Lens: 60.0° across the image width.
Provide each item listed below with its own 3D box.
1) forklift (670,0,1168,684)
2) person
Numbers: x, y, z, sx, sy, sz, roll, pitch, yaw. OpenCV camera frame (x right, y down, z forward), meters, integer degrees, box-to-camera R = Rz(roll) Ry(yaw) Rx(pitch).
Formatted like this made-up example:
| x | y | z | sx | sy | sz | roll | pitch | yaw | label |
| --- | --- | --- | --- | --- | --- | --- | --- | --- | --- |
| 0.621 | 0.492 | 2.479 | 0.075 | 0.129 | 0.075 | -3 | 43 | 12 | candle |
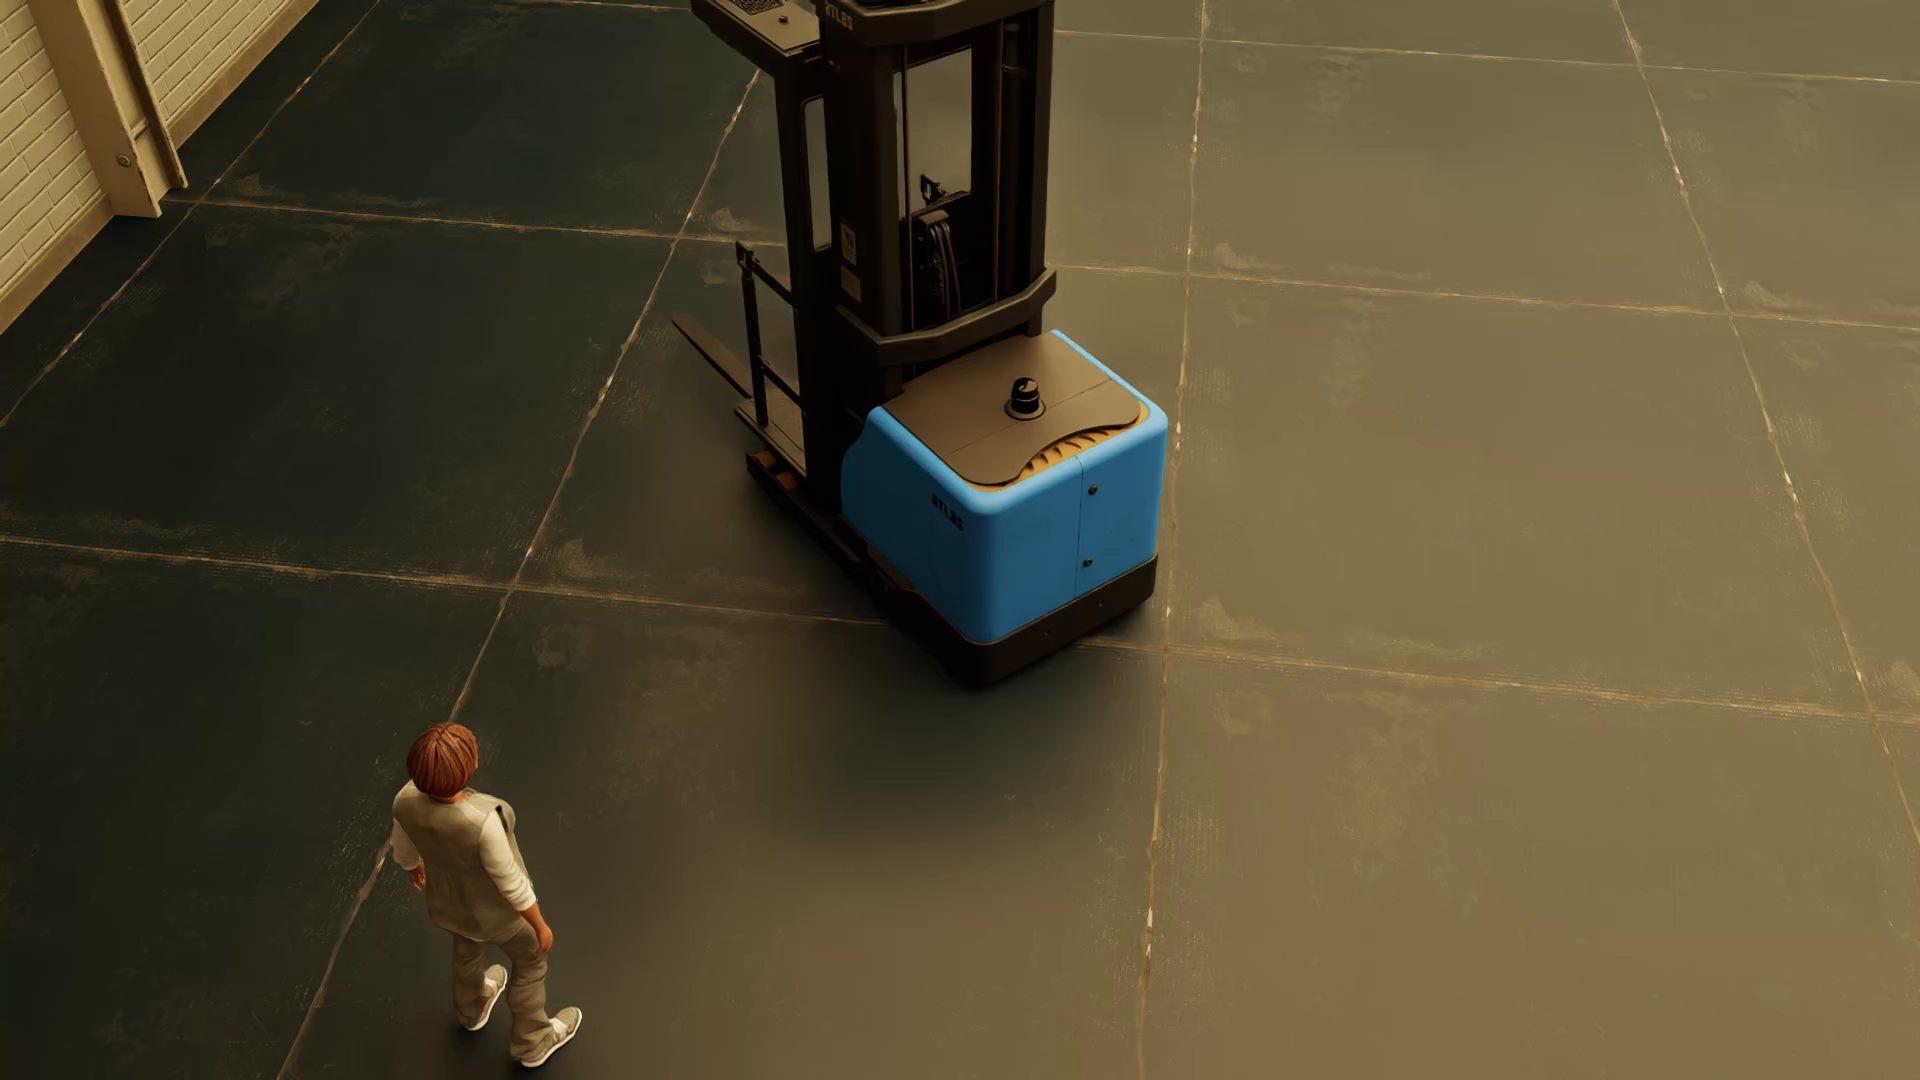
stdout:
| x | y | z | sx | sy | sz | roll | pitch | yaw | label |
| --- | --- | --- | --- | --- | --- | --- | --- | --- | --- |
| -0.388 | -1.420 | 7.270 | 1.130 | 2.935 | 3.031 | -26 | 49 | -26 | forklift |
| -1.564 | 1.162 | 5.452 | 0.560 | 1.589 | 0.345 | 14 | 44 | 15 | person |
